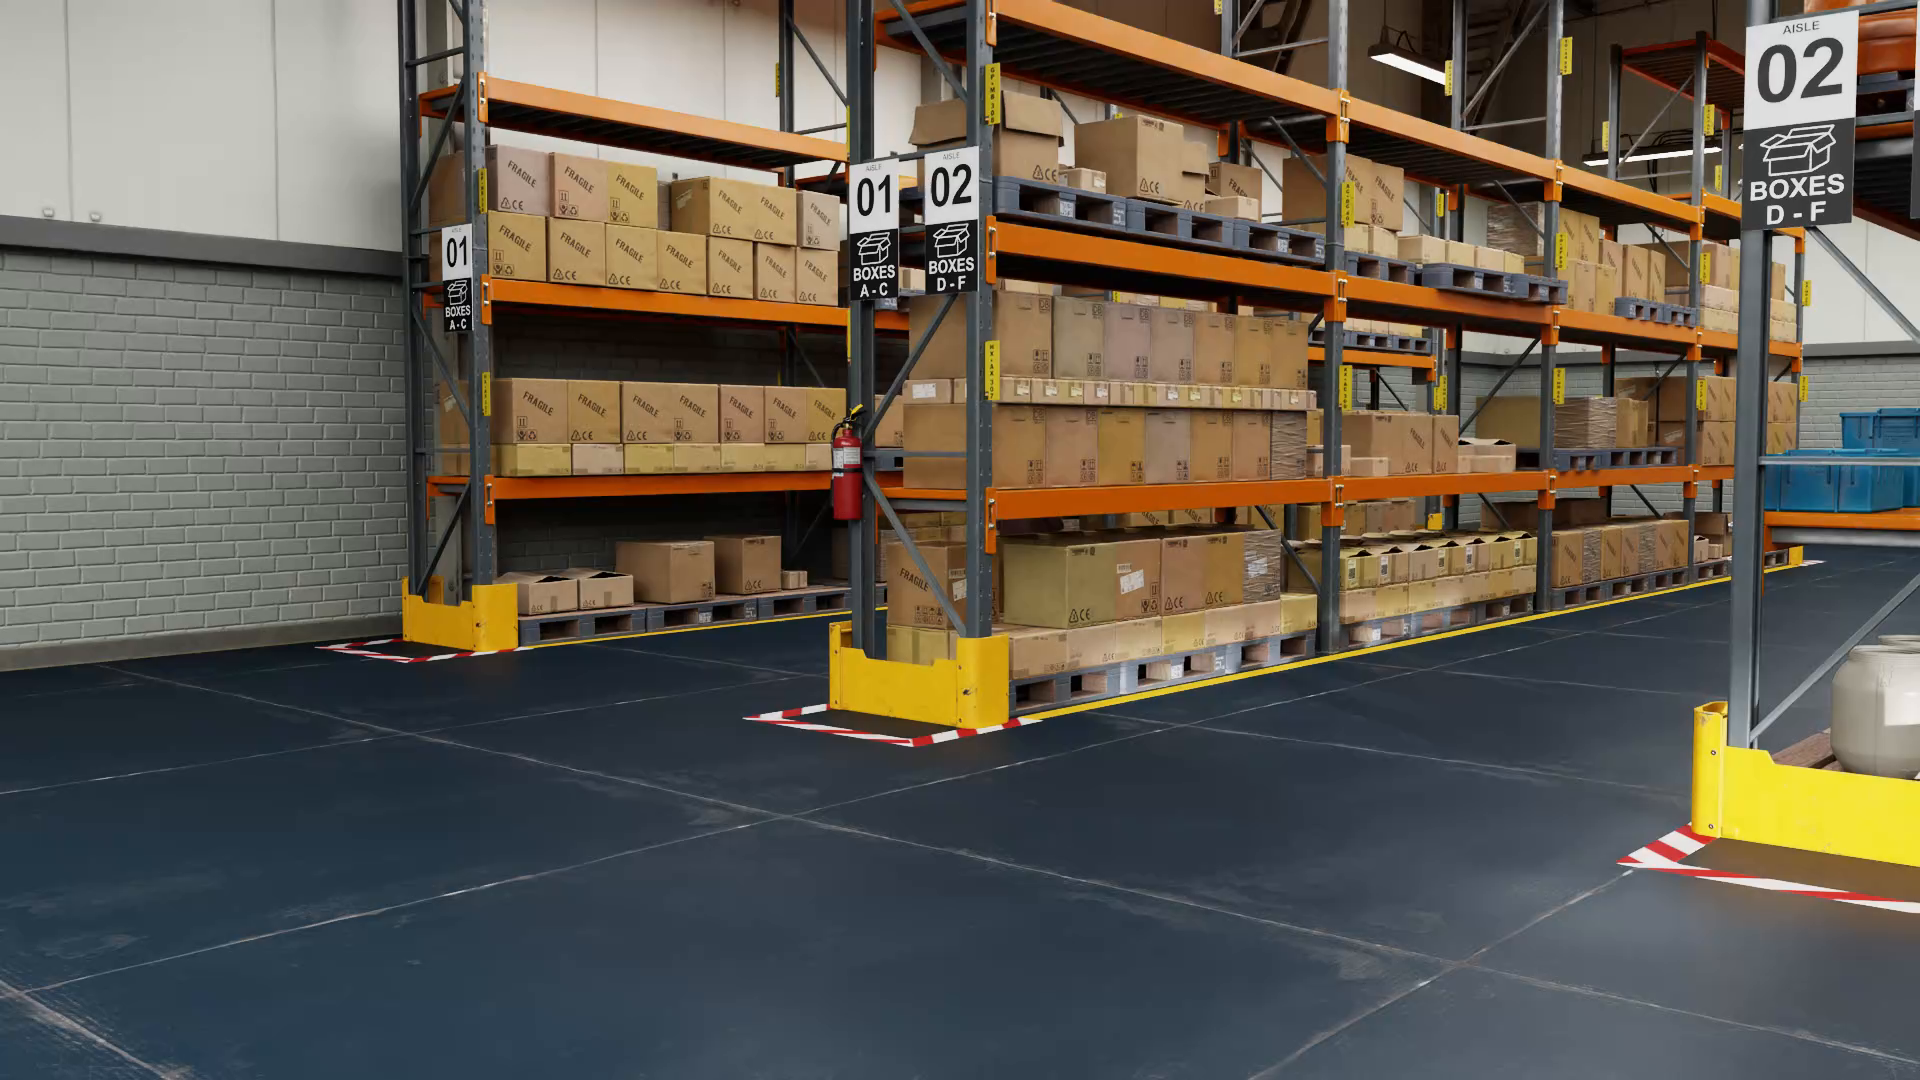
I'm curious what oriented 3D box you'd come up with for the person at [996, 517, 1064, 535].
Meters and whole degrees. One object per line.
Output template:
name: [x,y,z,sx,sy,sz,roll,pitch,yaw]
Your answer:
person: [0.527,-0.070,12.874,0.647,1.772,0.429,3,4,38]
